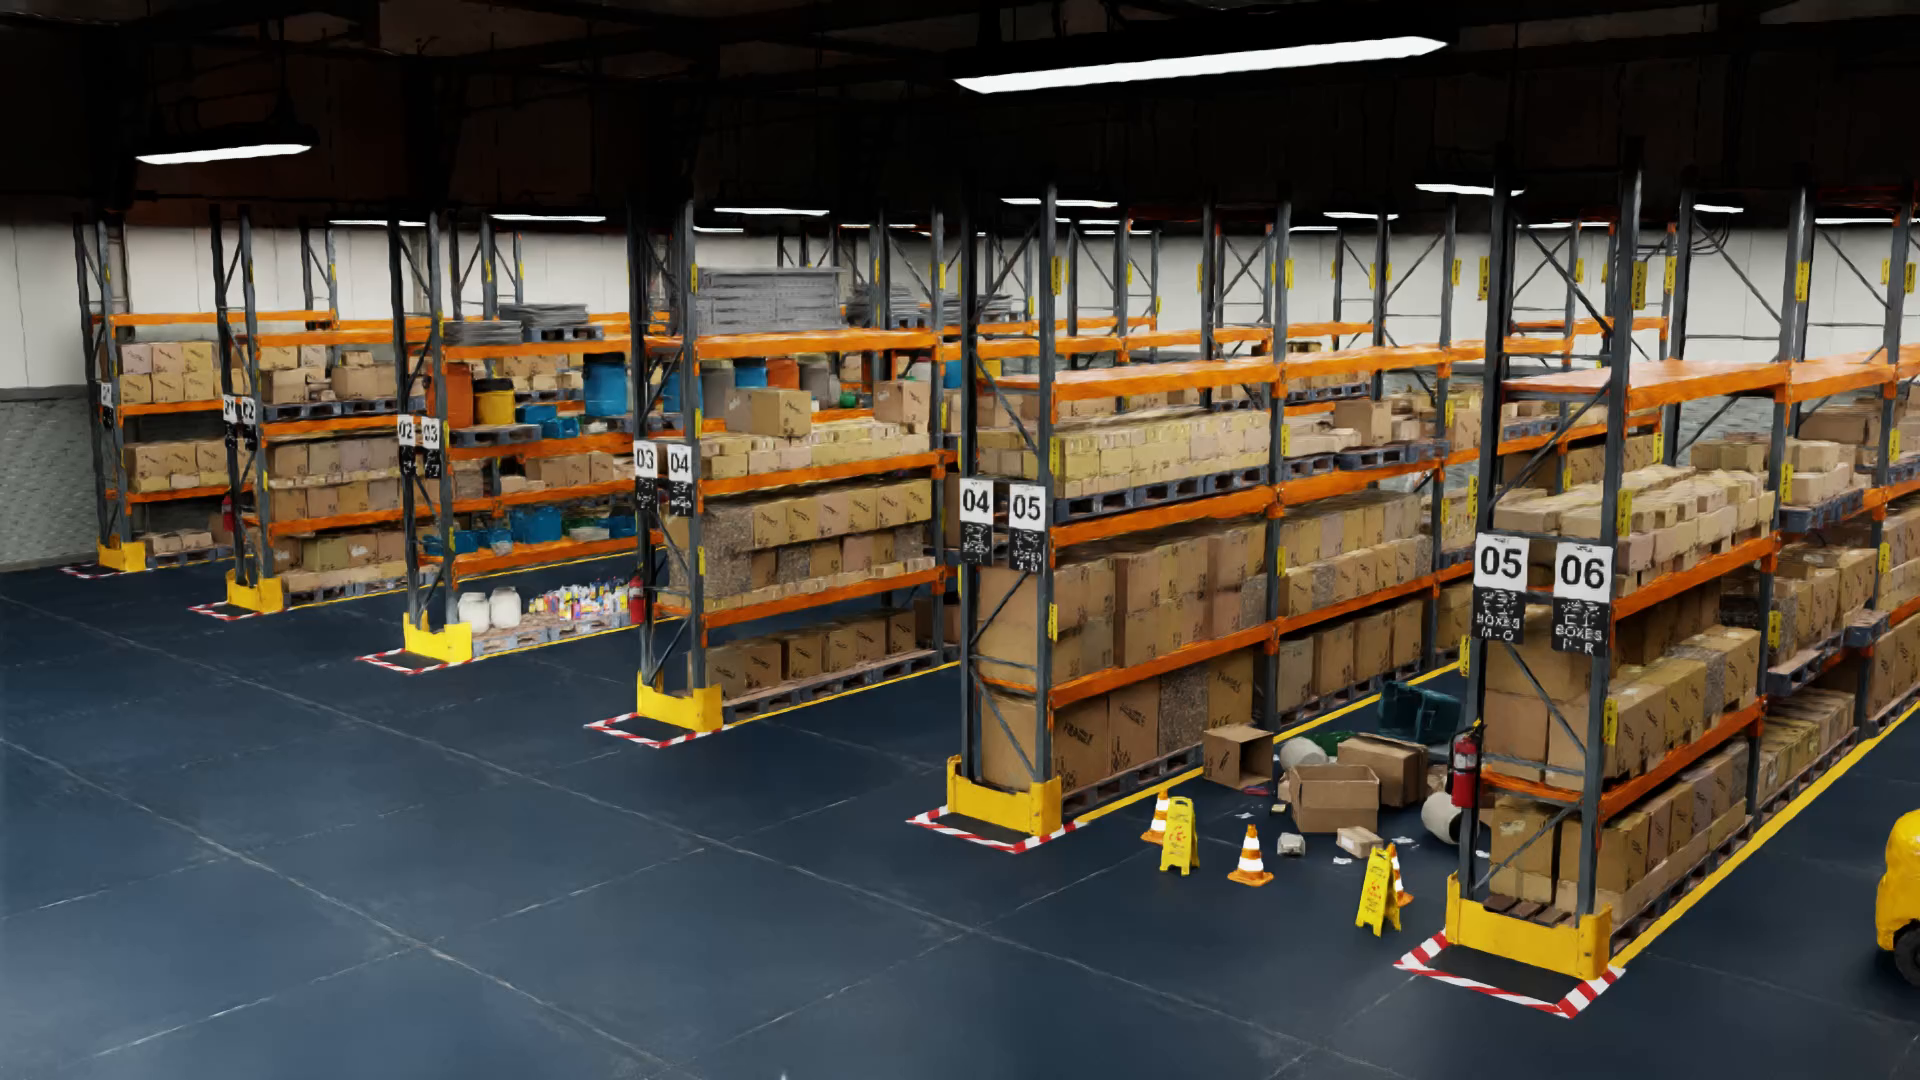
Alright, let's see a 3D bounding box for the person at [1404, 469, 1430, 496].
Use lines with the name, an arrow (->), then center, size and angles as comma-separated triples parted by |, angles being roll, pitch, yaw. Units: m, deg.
person -> 9.310, -1.243, 33.814 | 1.003, 1.597, 0.477 | -8, 12, -39
